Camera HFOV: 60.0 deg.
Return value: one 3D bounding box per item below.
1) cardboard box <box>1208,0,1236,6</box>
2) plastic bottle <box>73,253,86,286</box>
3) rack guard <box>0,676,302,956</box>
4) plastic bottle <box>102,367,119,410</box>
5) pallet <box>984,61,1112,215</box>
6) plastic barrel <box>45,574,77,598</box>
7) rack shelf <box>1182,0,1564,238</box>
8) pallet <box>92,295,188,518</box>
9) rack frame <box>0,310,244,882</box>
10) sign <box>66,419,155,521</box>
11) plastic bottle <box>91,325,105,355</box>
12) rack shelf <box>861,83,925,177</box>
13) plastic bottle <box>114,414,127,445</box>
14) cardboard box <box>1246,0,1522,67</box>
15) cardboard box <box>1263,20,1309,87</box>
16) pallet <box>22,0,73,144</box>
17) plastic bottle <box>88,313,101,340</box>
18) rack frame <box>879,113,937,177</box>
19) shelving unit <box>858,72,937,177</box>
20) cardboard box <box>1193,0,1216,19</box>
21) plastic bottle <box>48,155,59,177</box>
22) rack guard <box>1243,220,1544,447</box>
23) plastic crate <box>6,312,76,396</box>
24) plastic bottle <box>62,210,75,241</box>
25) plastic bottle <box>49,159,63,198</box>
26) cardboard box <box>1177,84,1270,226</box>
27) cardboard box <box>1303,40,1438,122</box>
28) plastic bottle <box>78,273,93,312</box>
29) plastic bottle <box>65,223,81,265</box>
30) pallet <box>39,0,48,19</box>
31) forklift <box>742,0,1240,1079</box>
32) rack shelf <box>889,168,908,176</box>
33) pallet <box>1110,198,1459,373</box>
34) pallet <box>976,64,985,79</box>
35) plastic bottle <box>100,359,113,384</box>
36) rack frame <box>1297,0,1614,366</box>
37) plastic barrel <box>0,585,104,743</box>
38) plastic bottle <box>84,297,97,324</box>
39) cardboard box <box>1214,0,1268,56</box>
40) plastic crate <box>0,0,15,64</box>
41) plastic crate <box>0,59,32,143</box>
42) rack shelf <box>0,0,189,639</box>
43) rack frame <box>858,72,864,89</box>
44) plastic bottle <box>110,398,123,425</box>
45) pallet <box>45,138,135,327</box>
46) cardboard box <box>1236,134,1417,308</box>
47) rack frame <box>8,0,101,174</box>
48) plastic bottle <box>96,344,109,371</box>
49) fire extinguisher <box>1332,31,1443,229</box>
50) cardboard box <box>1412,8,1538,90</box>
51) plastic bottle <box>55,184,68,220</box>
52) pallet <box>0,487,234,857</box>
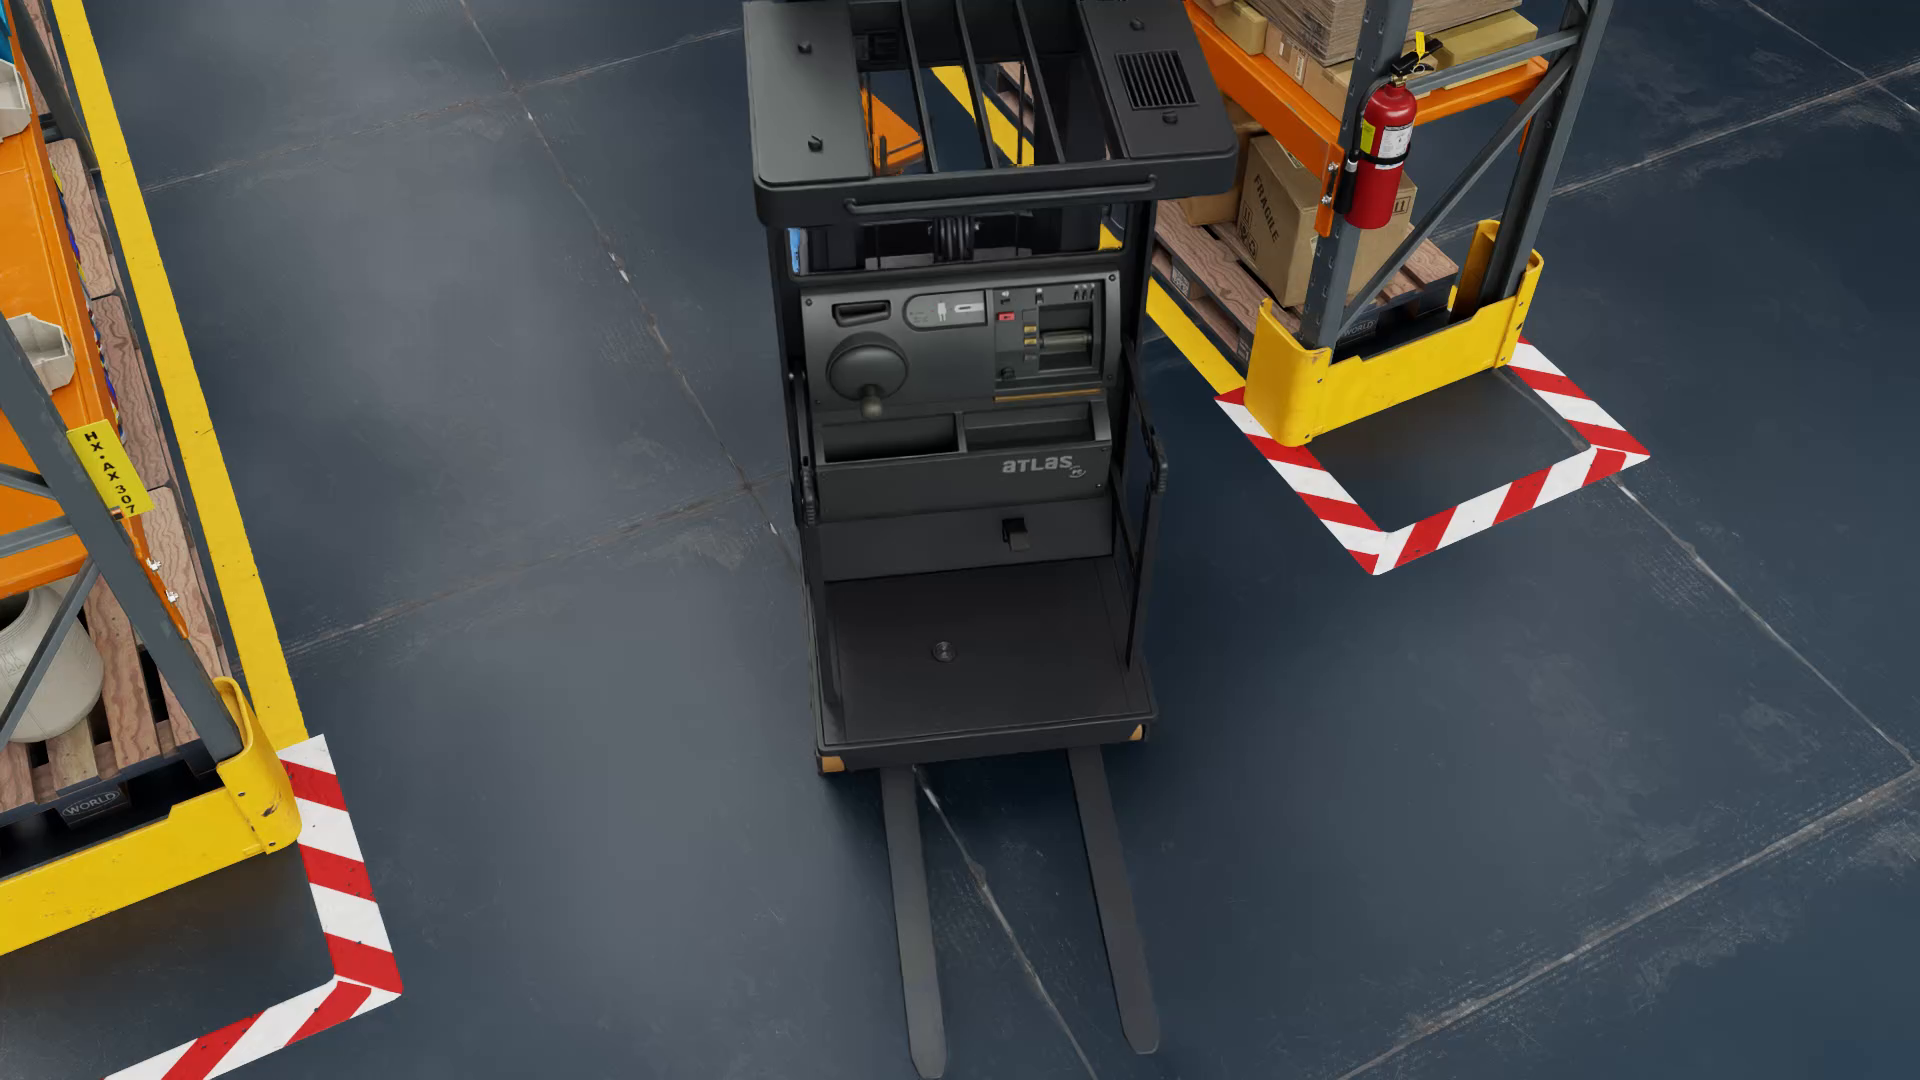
[{"bbox_3d":[1.194,-2.405,6.096,0.875,0.500,0.500,-21,52,-18],"label":"cardboard box"},{"bbox_3d":[-3.691,-1.170,6.748,0.144,0.351,0.185,-21,52,-18],"label":"plastic bottle"},{"bbox_3d":[-2.724,0.891,5.138,1.175,0.500,0.348,-21,52,-18],"label":"rack guard"},{"bbox_3d":[-3.287,-0.626,6.317,0.061,0.283,0.133,-20,52,-17],"label":"plastic bottle"},{"bbox_3d":[0.828,-2.107,7.953,1.003,0.211,1.213,-21,52,-18],"label":"pallet"},{"bbox_3d":[-3.245,0.034,5.601,0.421,0.512,0.421,0,49,0],"label":"plastic barrel"},{"bbox_3d":[0.842,-2.705,7.101,1.077,0.370,4.000,-21,52,-18],"label":"rack shelf"},{"bbox_3d":[-3.645,-0.375,6.437,1.003,0.211,1.213,-21,52,-18],"label":"pallet"},{"bbox_3d":[-2.647,0.103,4.167,1.000,3.000,0.127,-21,52,-18],"label":"rack frame"},{"bbox_3d":[-2.156,-0.175,4.226,0.100,0.325,0.005,-21,52,-18],"label":"sign"},{"bbox_3d":[-3.447,-0.804,6.527,0.097,0.201,0.097,0,49,0],"label":"plastic bottle"},{"bbox_3d":[-0.328,-1.499,6.242,0.258,0.148,0.480,-28,55,-22],"label":"rack shelf"},{"bbox_3d":[-3.199,-0.464,6.184,0.097,0.271,0.097,0,49,0],"label":"plastic bottle"},{"bbox_3d":[1.530,-2.111,5.840,0.875,0.500,0.500,-21,52,-18],"label":"cardboard box"},{"bbox_3d":[1.329,-1.807,6.005,0.380,0.149,0.250,-21,52,-18],"label":"cardboard box"},{"bbox_3d":[-4.871,-2.168,8.006,1.003,0.211,1.213,-21,52,-18],"label":"pallet"},{"bbox_3d":[-3.495,-0.896,6.561,0.097,0.271,0.097,0,49,0],"label":"plastic bottle"},{"bbox_3d":[-0.186,-1.091,6.407,0.240,1.200,0.015,-28,55,-22],"label":"rack frame"},{"bbox_3d":[-0.328,-1.240,6.538,0.258,1.200,0.503,-28,55,-22],"label":"shelving unit"},{"bbox_3d":[1.068,-2.130,6.287,0.380,0.149,0.250,-21,52,-18],"label":"cardboard box"},{"bbox_3d":[-4.034,-1.662,7.278,0.097,0.201,0.097,0,49,0],"label":"plastic bottle"},{"bbox_3d":[1.722,-0.831,6.644,1.175,0.500,0.348,-21,52,-18],"label":"rack guard"},{"bbox_3d":[-2.770,-0.520,4.887,0.298,0.136,0.250,-21,52,-18],"label":"plastic crate"},{"bbox_3d":[-3.839,-1.387,6.937,0.144,0.351,0.185,-24,53,-19],"label":"plastic bottle"},{"bbox_3d":[-3.964,-1.616,7.183,0.061,0.283,0.133,-19,51,-16],"label":"plastic bottle"},{"bbox_3d":[1.182,-1.730,7.152,0.500,0.500,0.500,-9,49,-8],"label":"cardboard box"},{"bbox_3d":[1.443,-1.640,5.858,0.380,0.149,0.250,-21,52,-18],"label":"cardboard box"},{"bbox_3d":[-3.620,-1.036,6.680,0.152,0.276,0.135,-20,52,-17],"label":"plastic bottle"},{"bbox_3d":[-3.727,-1.270,6.880,0.061,0.283,0.133,-18,51,-15],"label":"plastic bottle"},{"bbox_3d":[-5.433,-2.986,8.721,1.003,0.211,1.213,-21,52,-18],"label":"pallet"},{"bbox_3d":[0.036,-0.475,4.718,1.130,2.935,3.031,-5,49,-5],"label":"forklift"},{"bbox_3d":[-0.328,-1.343,6.420,0.258,0.148,0.480,-28,55,-22],"label":"rack shelf"},{"bbox_3d":[1.382,-1.292,7.239,1.003,0.211,1.213,-21,52,-18],"label":"pallet"},{"bbox_3d":[0.265,-2.925,8.668,1.003,0.211,1.213,-21,52,-18],"label":"pallet"},{"bbox_3d":[-3.356,-0.694,6.384,0.097,0.271,0.097,0,49,0],"label":"plastic bottle"},{"bbox_3d":[1.757,-1.603,5.659,1.000,3.000,0.127,-21,52,-18],"label":"rack frame"},{"bbox_3d":[-3.016,0.370,5.308,0.421,0.512,0.421,0,49,0],"label":"plastic barrel"},{"bbox_3d":[-3.541,-0.941,6.647,0.097,0.201,0.097,0,49,0],"label":"plastic bottle"},{"bbox_3d":[1.169,-1.957,6.136,0.380,0.149,0.250,-21,52,-18],"label":"cardboard box"},{"bbox_3d":[-3.729,-1.878,5.998,0.499,0.251,0.616,-21,52,-18],"label":"plastic crate"},{"bbox_3d":[-3.509,-1.488,5.734,0.530,0.136,0.437,-21,52,-18],"label":"plastic crate"},{"bbox_3d":[-3.562,-0.999,5.609,1.077,0.370,4.000,-21,52,-18],"label":"rack shelf"},{"bbox_3d":[-0.470,-1.390,6.668,0.240,1.200,0.015,-28,55,-22],"label":"rack frame"},{"bbox_3d":[-3.247,-0.511,6.271,0.097,0.201,0.097,0,49,0],"label":"plastic bottle"},{"bbox_3d":[-4.207,-1.192,7.152,1.003,0.211,1.213,-21,52,-18],"label":"pallet"},{"bbox_3d":[1.486,-1.342,6.813,0.500,0.500,0.500,-13,50,-11],"label":"cardboard box"},{"bbox_3d":[-4.477,-2.574,6.509,1.000,3.000,0.127,-21,52,-18],"label":"rack frame"},{"bbox_3d":[-3.402,-0.761,6.443,0.097,0.271,0.097,0,49,0],"label":"plastic bottle"},{"bbox_3d":[1.400,-1.342,5.482,0.296,0.674,0.183,-21,52,-18],"label":"fire extinguisher"},{"bbox_3d":[1.839,-1.793,5.992,0.380,0.149,0.250,-21,52,-18],"label":"cardboard box"},{"bbox_3d":[-3.926,-1.515,7.050,0.144,0.351,0.185,-22,53,-18],"label":"plastic bottle"},{"bbox_3d":[-3.091,0.441,5.724,1.003,0.211,1.213,-21,52,-18],"label":"pallet"}]
